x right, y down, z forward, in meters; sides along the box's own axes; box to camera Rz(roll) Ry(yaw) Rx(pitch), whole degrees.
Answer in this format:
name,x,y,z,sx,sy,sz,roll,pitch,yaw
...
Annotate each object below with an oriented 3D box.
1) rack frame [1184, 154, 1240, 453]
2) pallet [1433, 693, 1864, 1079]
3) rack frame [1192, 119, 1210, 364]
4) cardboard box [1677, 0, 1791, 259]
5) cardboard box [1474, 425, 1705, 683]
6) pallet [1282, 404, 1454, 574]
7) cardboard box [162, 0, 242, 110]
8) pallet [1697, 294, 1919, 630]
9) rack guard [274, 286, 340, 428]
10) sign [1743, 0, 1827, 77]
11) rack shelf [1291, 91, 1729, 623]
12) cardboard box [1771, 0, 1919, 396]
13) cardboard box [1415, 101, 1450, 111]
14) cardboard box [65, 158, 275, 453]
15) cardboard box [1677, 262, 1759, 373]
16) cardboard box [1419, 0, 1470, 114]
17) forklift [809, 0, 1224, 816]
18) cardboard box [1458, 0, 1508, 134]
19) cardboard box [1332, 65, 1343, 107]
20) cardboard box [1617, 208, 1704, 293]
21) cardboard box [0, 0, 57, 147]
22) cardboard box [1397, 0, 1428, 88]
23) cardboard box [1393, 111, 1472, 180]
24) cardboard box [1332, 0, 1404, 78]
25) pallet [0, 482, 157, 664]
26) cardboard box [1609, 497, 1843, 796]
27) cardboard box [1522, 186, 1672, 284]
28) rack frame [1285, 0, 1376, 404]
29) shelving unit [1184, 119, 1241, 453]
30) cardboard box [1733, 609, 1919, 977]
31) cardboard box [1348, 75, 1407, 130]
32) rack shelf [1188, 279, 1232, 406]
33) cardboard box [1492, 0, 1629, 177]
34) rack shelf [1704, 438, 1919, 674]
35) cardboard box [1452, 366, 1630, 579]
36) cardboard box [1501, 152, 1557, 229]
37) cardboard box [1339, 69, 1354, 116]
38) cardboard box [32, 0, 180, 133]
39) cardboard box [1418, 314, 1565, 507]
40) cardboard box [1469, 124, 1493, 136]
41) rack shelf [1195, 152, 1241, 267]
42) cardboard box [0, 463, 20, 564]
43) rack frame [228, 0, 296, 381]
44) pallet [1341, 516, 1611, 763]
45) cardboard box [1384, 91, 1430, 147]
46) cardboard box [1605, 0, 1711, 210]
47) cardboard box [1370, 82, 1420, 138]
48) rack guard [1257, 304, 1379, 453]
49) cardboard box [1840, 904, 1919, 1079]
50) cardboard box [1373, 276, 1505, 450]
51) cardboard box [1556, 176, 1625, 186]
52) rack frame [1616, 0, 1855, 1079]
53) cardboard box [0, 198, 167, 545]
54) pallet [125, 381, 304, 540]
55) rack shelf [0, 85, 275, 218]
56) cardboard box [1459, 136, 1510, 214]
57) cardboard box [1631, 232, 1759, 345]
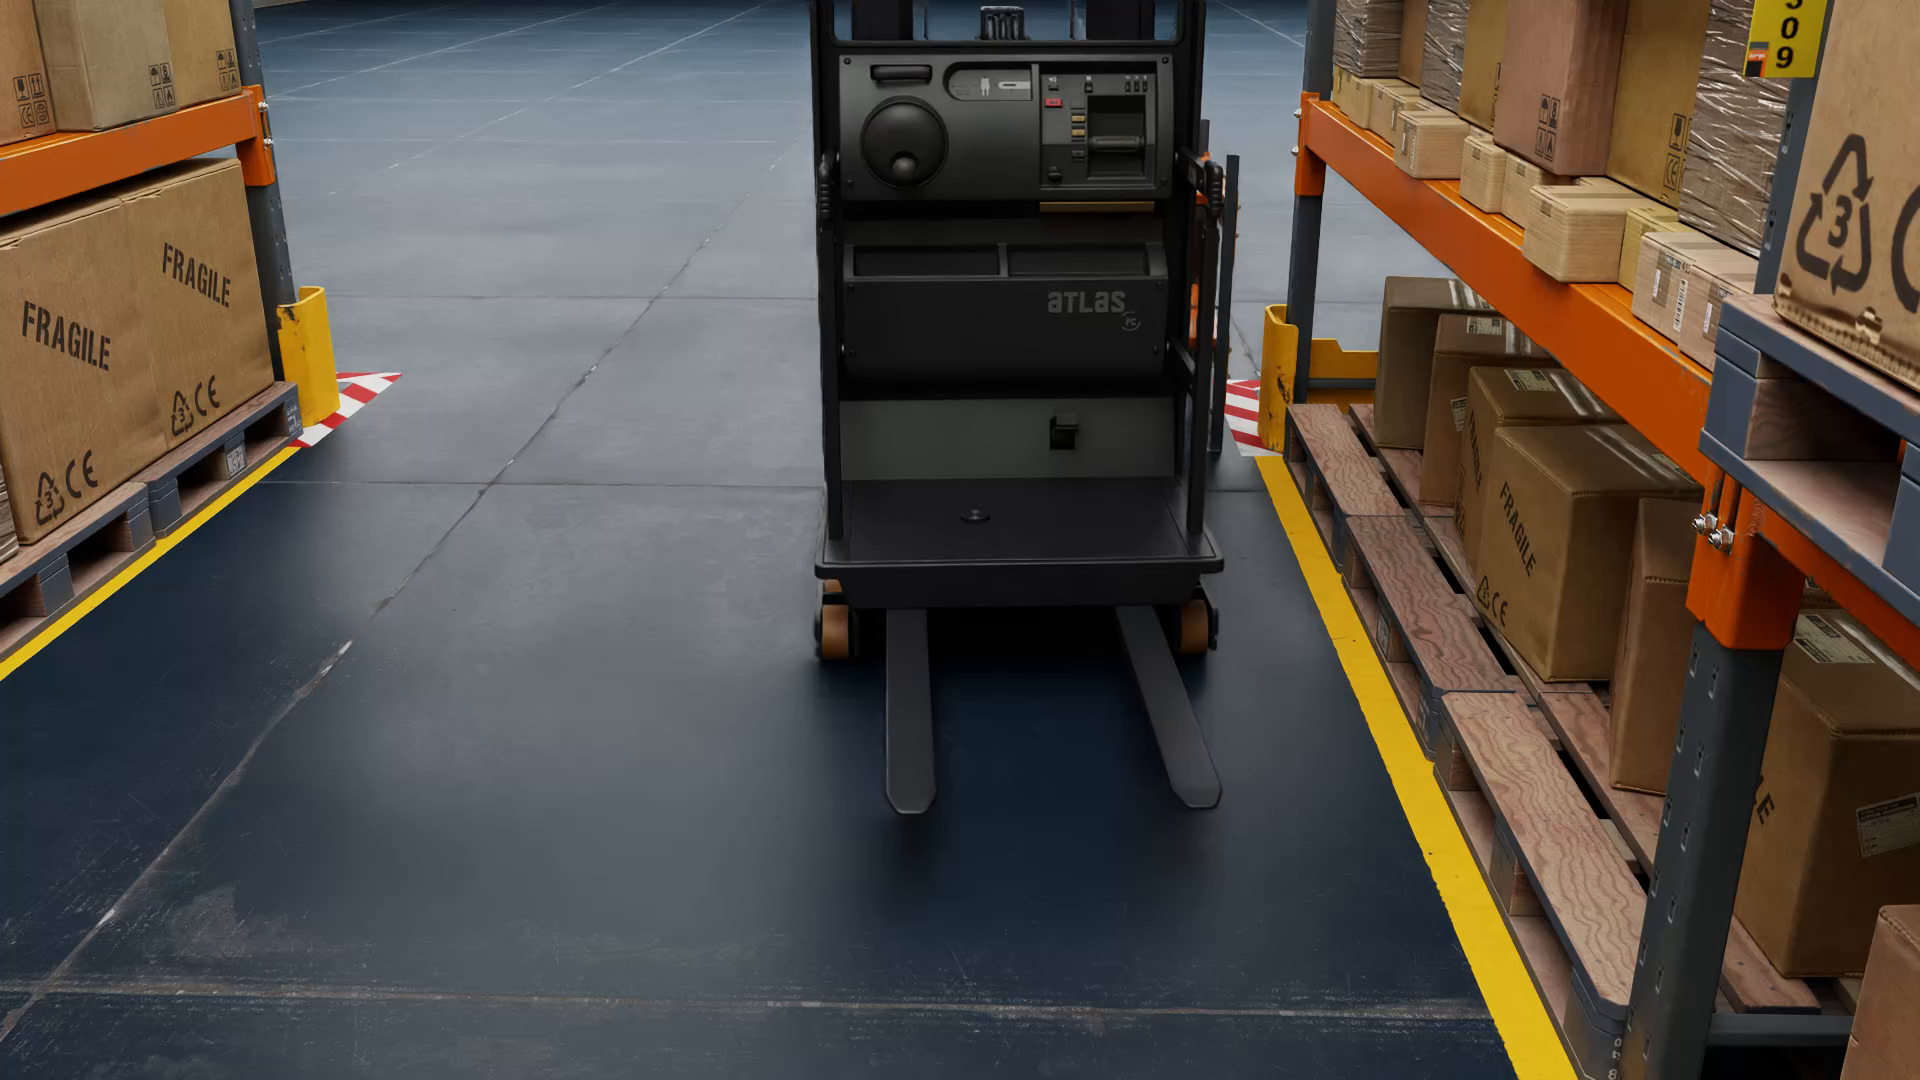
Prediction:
name,x,y,z,sx,sy,sz,roll,pitch,yaw
rack frame,0.758,-0.869,6.213,0.500,1.125,0.032,1,21,2
pallet,1.637,0.686,3.469,1.003,0.211,1.213,1,21,2
rack frame,0.793,-1.236,7.160,0.500,1.125,0.032,1,21,2
cardboard box,1.727,-0.718,2.683,0.875,0.500,0.500,1,21,2
cardboard box,1.654,0.022,4.200,0.500,0.500,0.500,-1,21,-3
pallet,1.711,-0.196,5.742,1.003,0.211,1.213,1,21,2
cardboard box,-3.147,-1.843,5.925,0.875,0.550,0.550,1,21,2
pallet,1.483,-0.006,1.664,1.003,0.211,1.213,1,21,2
rack guard,-3.180,-0.751,6.774,1.175,0.500,0.348,1,21,2
sign,1.109,-0.777,2.189,0.100,0.325,0.005,1,21,2
rack shelf,1.713,-0.758,4.331,1.077,0.370,4.000,1,21,2
cardboard box,1.488,-0.560,1.417,1.000,1.000,1.000,1,21,2
cardboard box,1.495,-1.147,4.686,0.380,0.149,0.250,1,21,2
cardboard box,-3.136,-0.867,5.974,0.875,0.875,0.875,1,21,2
cardboard box,1.365,-0.334,2.592,0.380,0.149,0.250,1,21,2
cardboard box,1.776,-1.441,4.547,0.875,0.500,0.500,1,21,2
forklift,0.141,-1.143,4.424,1.130,2.935,3.031,-1,21,-2
cardboard box,1.749,-1.261,4.082,0.875,0.500,0.500,1,21,2
cardboard box,1.527,-1.599,5.851,0.380,0.149,0.250,1,21,2
cardboard box,1.449,-0.514,3.055,0.380,0.149,0.250,1,21,2
cardboard box,-3.284,-1.443,4.894,0.875,0.550,0.550,1,21,2
cardboard box,1.834,-1.622,5.012,0.875,0.500,0.500,1,21,2
cardboard box,1.384,-1.058,4.456,0.380,0.149,0.250,1,21,2
cardboard box,1.729,-1.804,5.481,0.875,0.500,0.500,1,21,2
pallet,-3.167,0.122,4.923,1.003,0.211,1.213,1,21,2
cardboard box,1.714,0.248,3.619,0.500,0.500,0.500,8,22,19
cardboard box,1.346,-0.606,3.292,0.380,0.149,0.250,1,21,2
rack frame,1.774,-1.817,6.065,1.000,3.000,0.127,1,21,2
shelving unit,0.775,-1.053,6.687,0.538,1.125,1.048,1,21,2
cardboard box,1.704,0.455,3.085,0.500,0.500,0.500,0,21,0
cardboard box,1.477,-1.419,5.386,0.380,0.149,0.250,1,21,2
rack shelf,0.775,-0.825,6.775,0.538,0.278,1.000,1,21,2
cardboard box,1.692,-1.080,3.617,0.875,0.500,0.500,1,21,2
rack shelf,1.591,0.688,0.604,1.077,0.370,4.000,1,21,2
cardboard box,1.716,-0.179,4.719,0.500,0.500,0.500,3,21,7
cardboard box,1.452,-0.786,3.755,0.380,0.149,0.250,1,21,2
cardboard box,1.500,-1.509,5.619,0.380,0.149,0.250,1,21,2
cardboard box,-3.142,-1.644,5.412,0.875,0.550,0.550,1,21,2
cardboard box,1.754,-0.405,5.302,0.500,0.500,0.500,6,22,16
cardboard box,1.509,-0.966,4.220,0.380,0.149,0.250,1,21,2
rack shelf,0.775,-1.325,6.581,0.538,0.278,1.000,1,21,2
cardboard box,-3.190,-0.220,4.305,0.875,0.875,0.875,1,21,2
rack frame,-3.181,-1.908,6.300,1.000,3.000,0.127,1,21,2
pallet,1.671,0.244,4.608,1.003,0.211,1.213,1,21,2
cardboard box,1.476,-1.238,4.920,0.380,0.149,0.250,1,21,2
cardboard box,1.778,-0.898,3.148,0.875,0.500,0.500,1,21,2
cardboard box,1.490,-1.328,5.153,0.380,0.149,0.250,1,21,2
rack guard,1.771,-0.624,6.446,1.175,0.500,0.348,1,21,2
cardboard box,1.612,0.811,2.138,0.700,0.500,0.500,-1,21,-3
cardboard box,1.738,-0.622,5.860,0.500,0.500,0.500,5,22,12
cardboard box,1.485,-0.695,3.521,0.380,0.149,0.250,1,21,2
rack frame,1.649,-0.371,2.337,0.949,2.616,0.053,1,21,2
cardboard box,-3.160,-0.549,5.154,0.875,0.875,0.875,0,21,1
pallet,-3.127,-0.318,6.057,1.003,0.211,1.213,1,21,2
rack shelf,-3.242,-0.849,4.566,1.077,0.370,4.000,1,21,2
cardboard box,1.425,-0.877,3.989,0.380,0.149,0.250,1,21,2
cardboard box,1.382,-0.425,2.824,0.380,0.149,0.250,1,21,2
